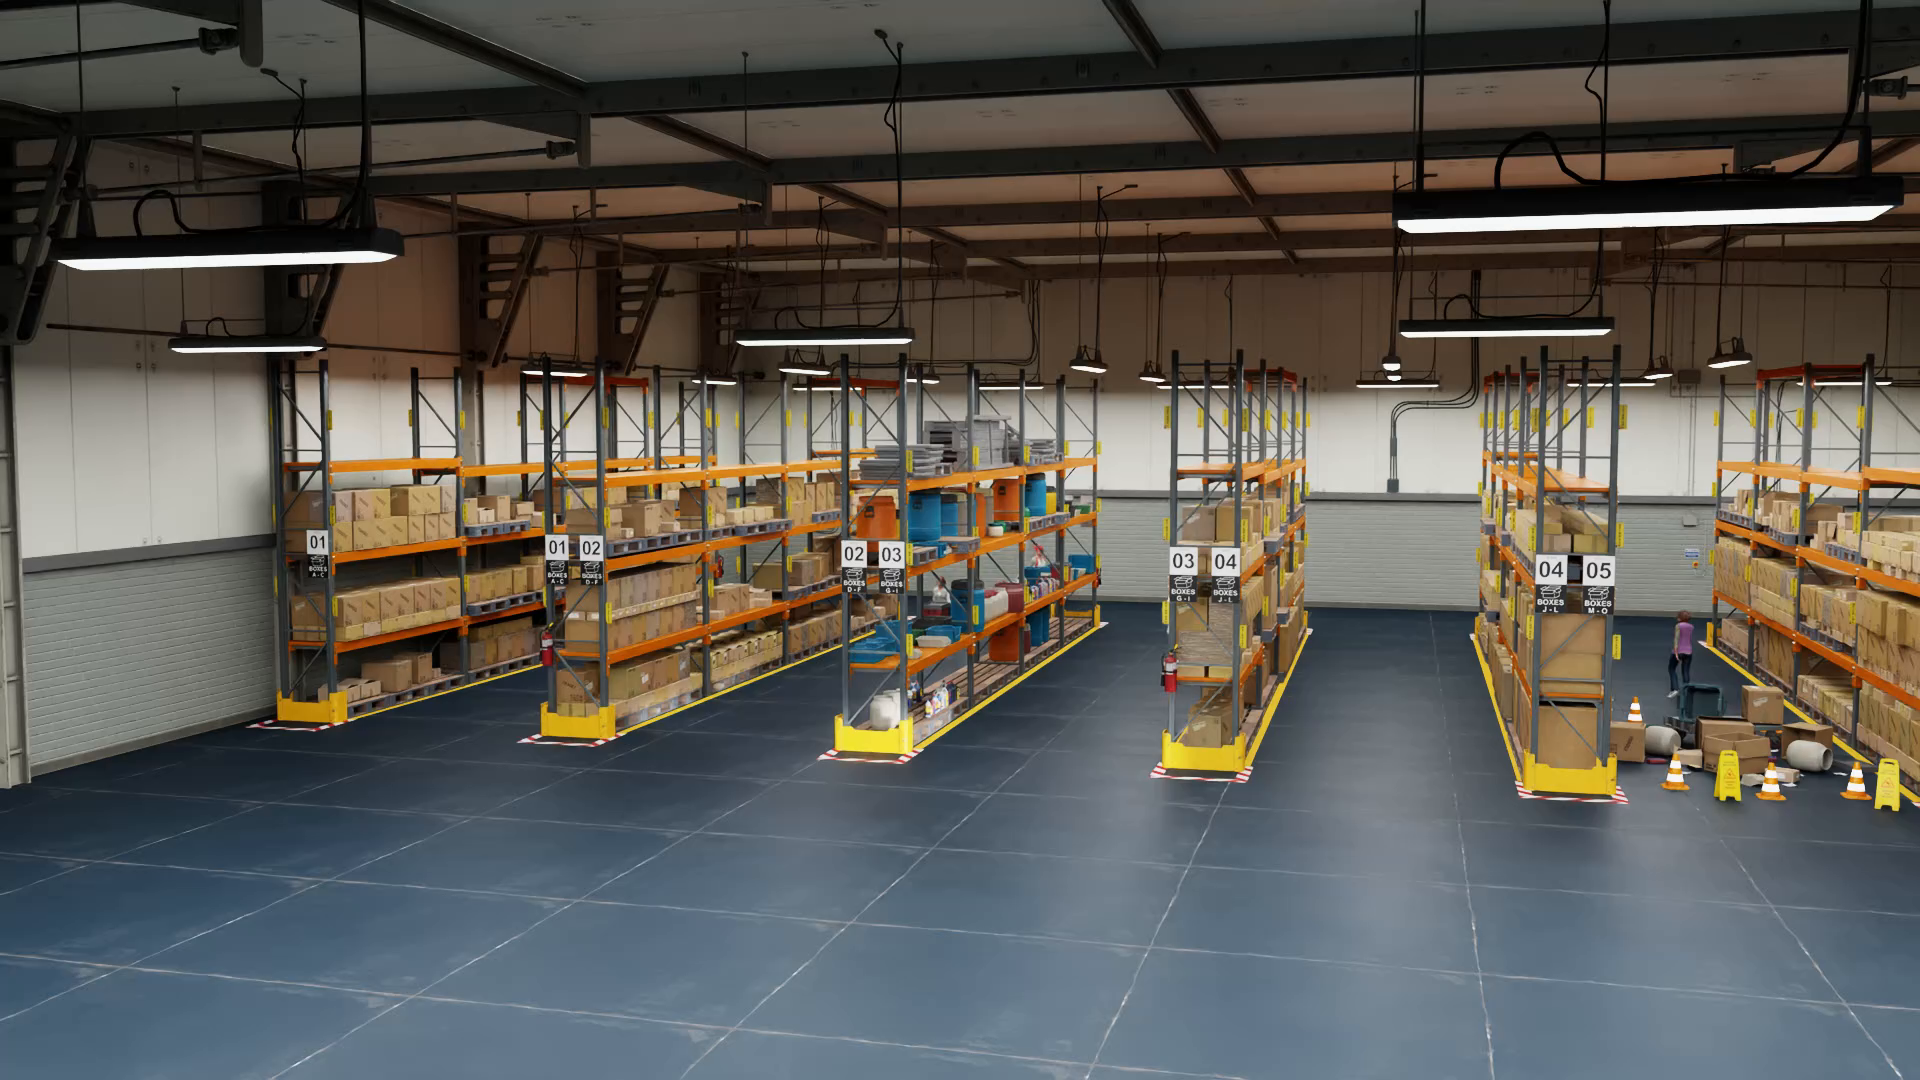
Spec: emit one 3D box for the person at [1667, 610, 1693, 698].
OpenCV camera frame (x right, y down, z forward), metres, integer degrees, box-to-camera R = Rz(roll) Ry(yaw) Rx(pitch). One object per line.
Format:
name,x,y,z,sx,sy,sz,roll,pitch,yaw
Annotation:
person,12.976,2.066,29.890,0.403,1.606,0.590,0,4,-2

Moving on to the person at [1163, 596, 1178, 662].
person,4.510,1.697,33.898,0.657,1.760,0.668,-1,4,-9

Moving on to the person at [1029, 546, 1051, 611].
person,2.047,1.003,43.704,1.143,1.730,0.500,3,5,32

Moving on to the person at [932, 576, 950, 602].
person,-0.424,1.569,36.698,0.434,1.539,0.972,1,4,13
